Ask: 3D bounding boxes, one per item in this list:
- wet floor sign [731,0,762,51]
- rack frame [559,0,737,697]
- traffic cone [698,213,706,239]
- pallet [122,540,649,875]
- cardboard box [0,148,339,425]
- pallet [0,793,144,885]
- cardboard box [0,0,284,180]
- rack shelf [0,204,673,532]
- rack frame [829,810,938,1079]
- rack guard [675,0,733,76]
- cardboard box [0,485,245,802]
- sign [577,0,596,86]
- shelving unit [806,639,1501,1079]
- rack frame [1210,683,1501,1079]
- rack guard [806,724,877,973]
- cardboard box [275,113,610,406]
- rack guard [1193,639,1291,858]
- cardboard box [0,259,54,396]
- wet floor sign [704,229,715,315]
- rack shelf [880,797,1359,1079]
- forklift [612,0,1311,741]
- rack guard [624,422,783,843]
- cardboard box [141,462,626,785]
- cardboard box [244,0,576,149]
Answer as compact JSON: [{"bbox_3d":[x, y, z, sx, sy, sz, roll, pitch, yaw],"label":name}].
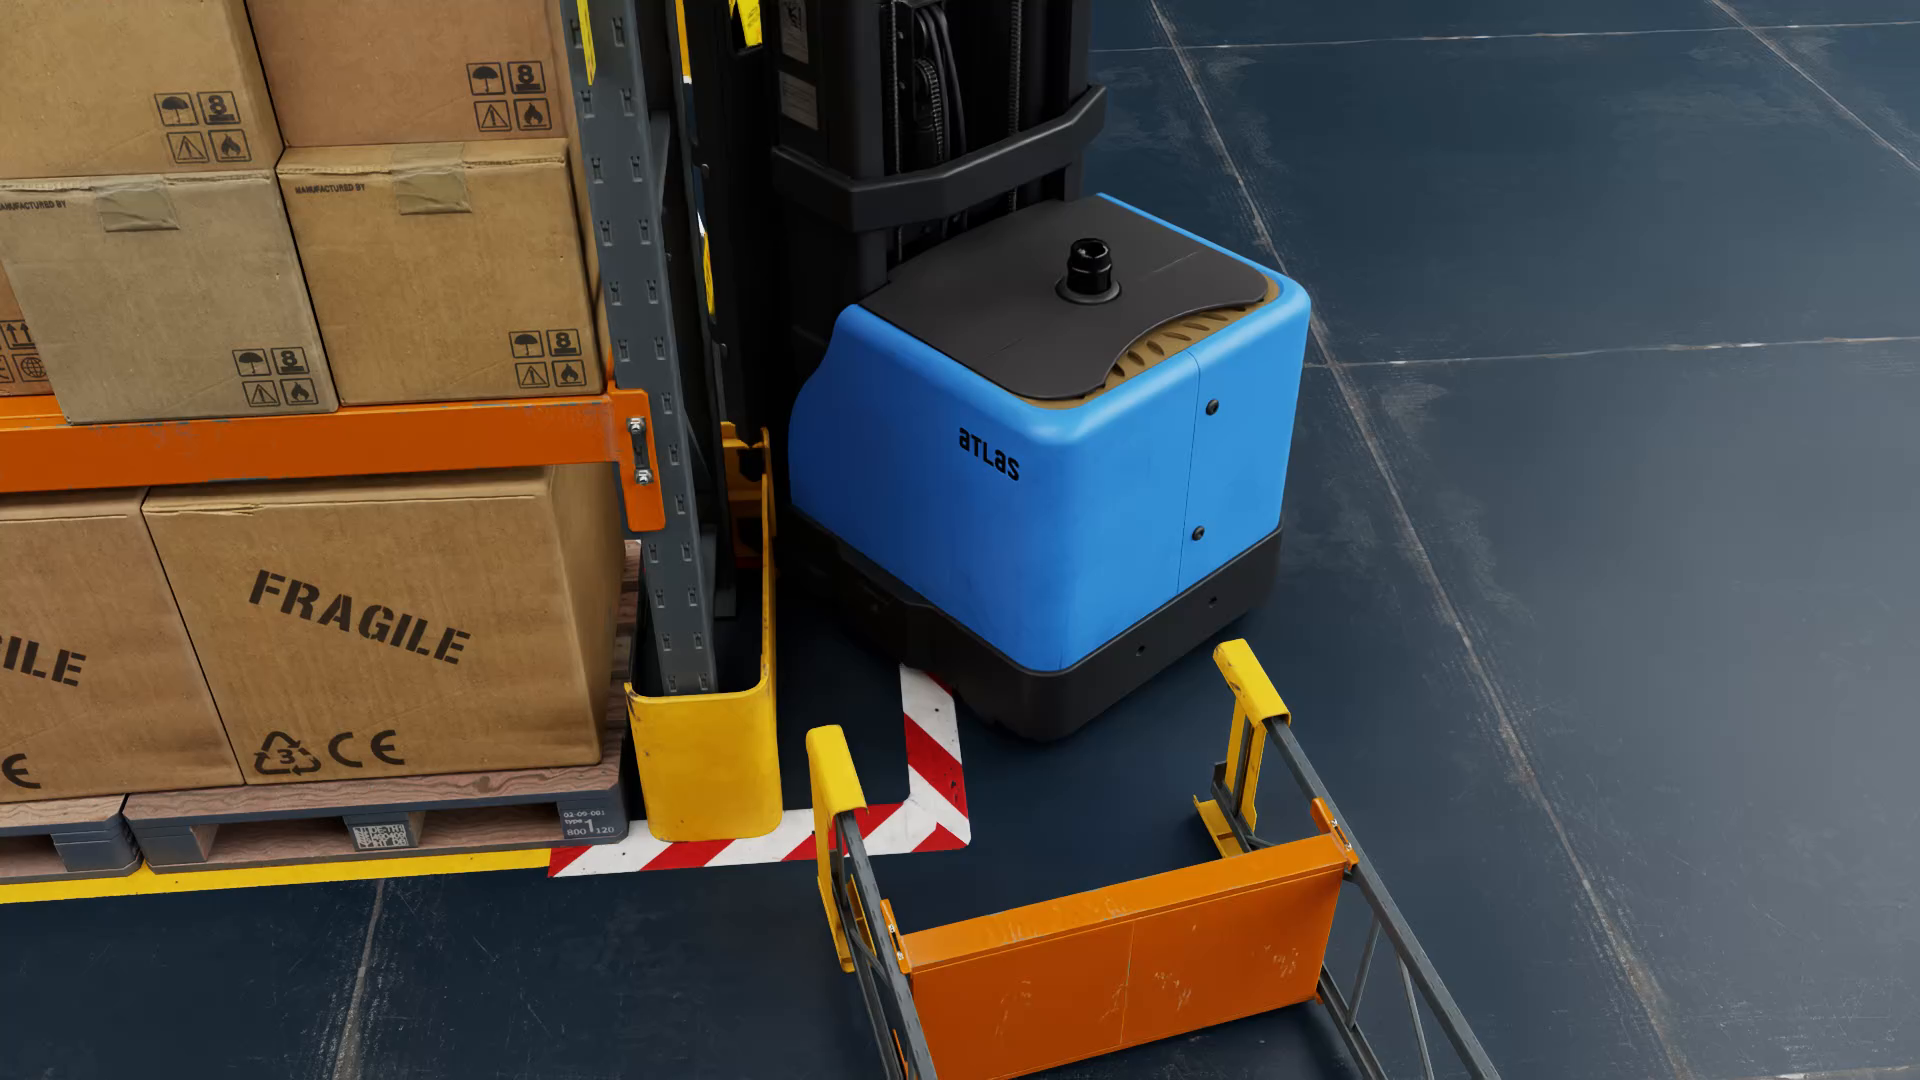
[{"bbox_3d":[-0.961,-2.241,7.569,0.232,0.644,0.267,9,39,12],"label":"wet floor sign"},{"bbox_3d":[-0.706,-0.766,3.800,0.127,3.000,1.000,-3,38,-4],"label":"rack frame"},{"bbox_3d":[-1.122,-1.333,6.566,0.334,0.463,0.336,-3,38,-4],"label":"traffic cone"},{"bbox_3d":[-1.496,0.421,4.547,1.213,0.211,1.003,-3,38,-4],"label":"pallet"},{"bbox_3d":[-1.618,-0.733,3.637,0.550,0.550,0.875,-3,38,-4],"label":"cardboard box"},{"bbox_3d":[-2.708,0.486,4.464,1.213,0.211,1.003,-3,38,-4],"label":"pallet"},{"bbox_3d":[-1.619,-1.166,3.313,0.550,0.550,0.875,-3,38,-4],"label":"cardboard box"},{"bbox_3d":[-2.698,-0.374,3.883,4.000,0.370,1.077,-3,38,-4],"label":"rack shelf"},{"bbox_3d":[-0.099,1.110,3.396,0.032,0.500,1.500,-11,41,-12],"label":"rack frame"},{"bbox_3d":[-1.321,-2.829,8.432,0.348,0.500,1.175,-3,38,-4],"label":"rack guard"},{"bbox_3d":[-2.252,0.031,4.166,0.875,0.875,0.875,-4,38,-5],"label":"cardboard box"},{"bbox_3d":[-0.672,-0.978,2.942,0.005,0.325,0.100,-3,38,-4],"label":"sign"},{"bbox_3d":[0.380,1.020,3.503,1.083,0.587,1.500,-11,41,-12],"label":"shelving unit"},{"bbox_3d":[0.877,0.926,3.614,0.032,0.500,1.500,-11,41,-12],"label":"rack frame"},{"bbox_3d":[-0.273,0.722,3.853,0.087,0.587,0.250,-11,41,-12],"label":"rack guard"},{"bbox_3d":[-1.072,-0.777,3.692,0.550,0.550,0.875,-3,38,-4],"label":"cardboard box"},{"bbox_3d":[0.683,0.542,4.067,0.087,0.587,0.250,-11,41,-12],"label":"rack guard"},{"bbox_3d":[-2.186,-0.780,3.696,0.550,0.550,0.875,-3,38,-4],"label":"cardboard box"},{"bbox_3d":[-0.853,-1.065,6.079,0.232,0.644,0.267,-9,39,-12],"label":"wet floor sign"},{"bbox_3d":[0.338,0.907,3.637,1.000,0.538,0.185,-11,41,-12],"label":"rack shelf"},{"bbox_3d":[-0.430,-1.435,4.703,1.130,2.935,3.031,-30,47,-32],"label":"forklift"},{"bbox_3d":[-0.682,0.214,4.576,0.348,0.500,1.175,-3,38,-4],"label":"rack guard"},{"bbox_3d":[-1.376,-0.019,4.229,0.875,0.875,0.875,-3,38,-4],"label":"cardboard box"},{"bbox_3d":[-1.079,-1.253,3.423,0.550,0.550,0.875,-3,38,-4],"label":"cardboard box"}]
